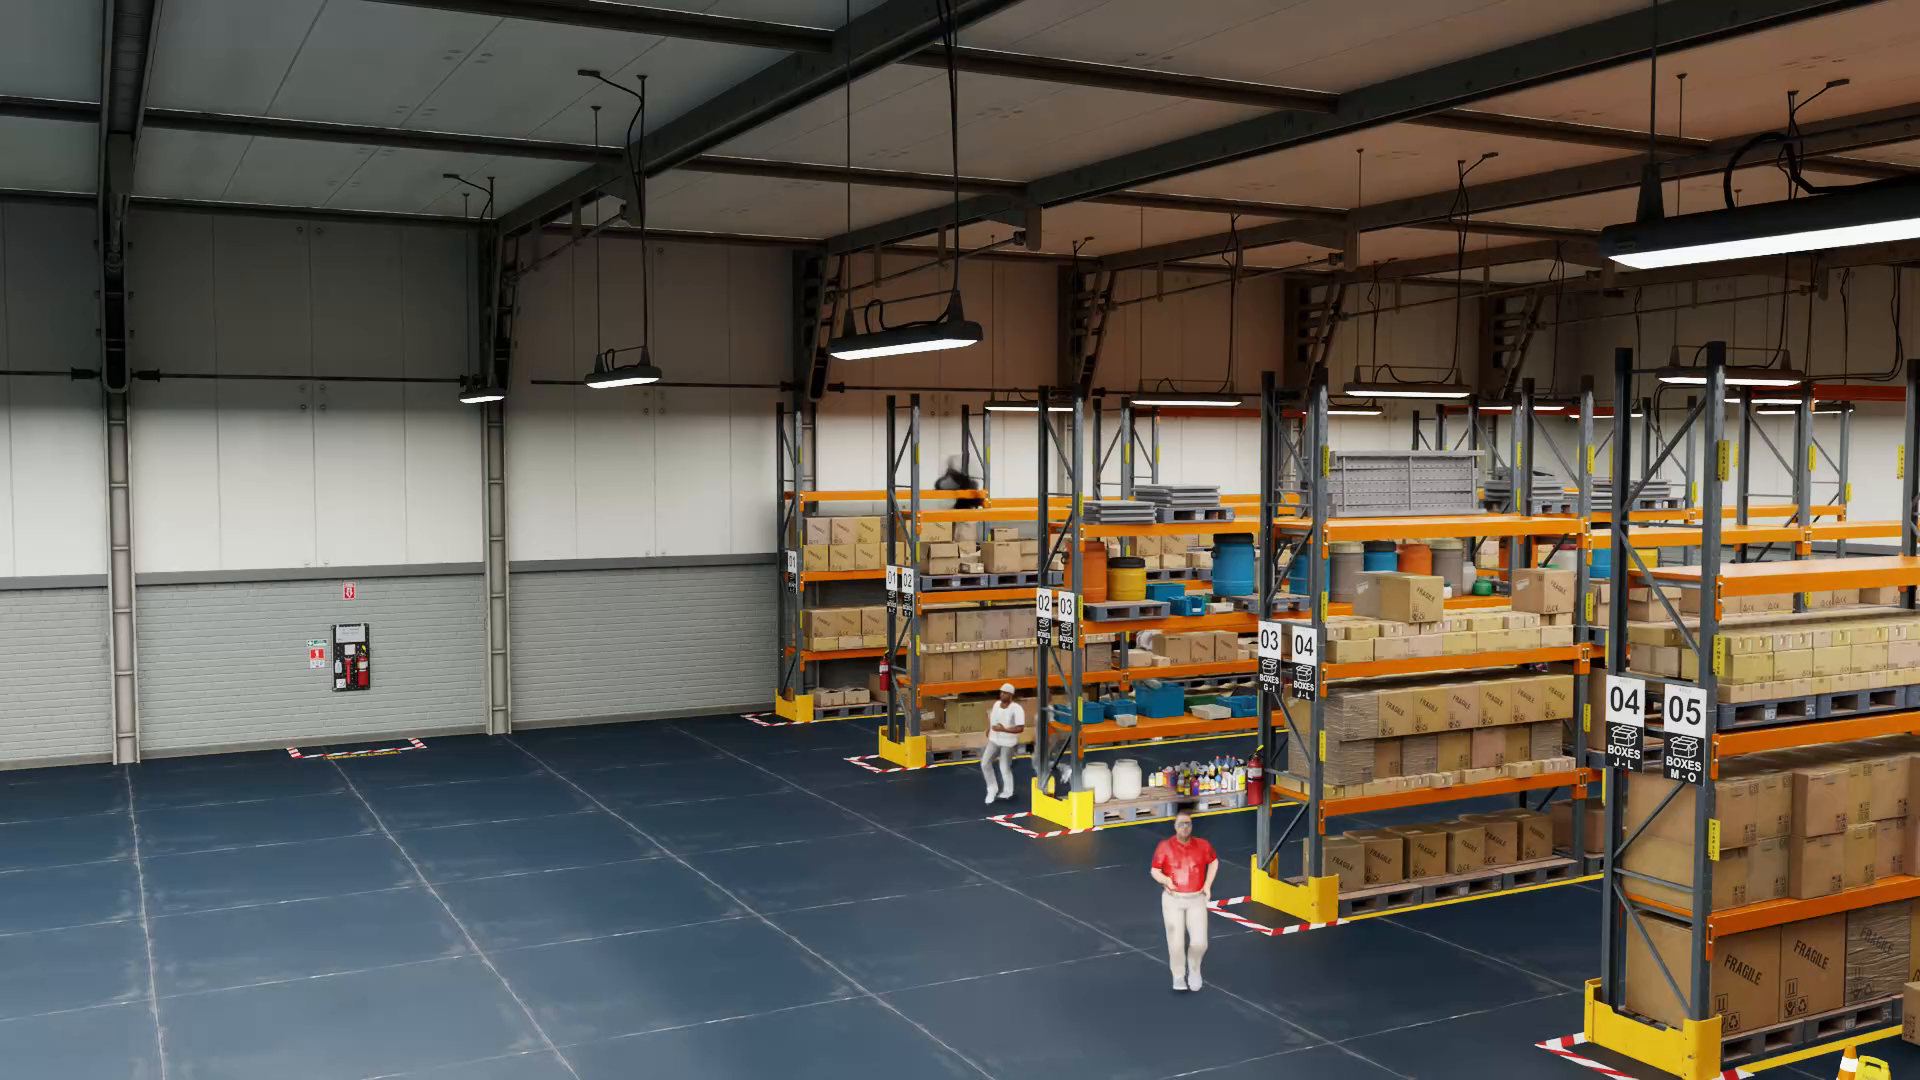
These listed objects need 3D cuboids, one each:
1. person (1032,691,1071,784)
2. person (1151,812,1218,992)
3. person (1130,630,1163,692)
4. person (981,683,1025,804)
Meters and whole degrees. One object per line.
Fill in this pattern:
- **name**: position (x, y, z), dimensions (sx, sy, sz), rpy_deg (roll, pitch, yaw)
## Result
- **person**: position (1.361, 2.997, 24.746), dimensions (0.617, 1.572, 0.551), rpy_deg (-1, 3, -22)
- **person**: position (2.124, 3.431, 15.640), dimensions (0.648, 1.708, 0.621), rpy_deg (0, 3, 3)
- **person**: position (3.501, 2.249, 31.232), dimensions (0.835, 1.736, 0.716), rpy_deg (-2, 4, -27)
- **person**: position (0.635, 2.942, 24.021), dimensions (0.688, 1.769, 0.692), rpy_deg (2, 4, 31)
